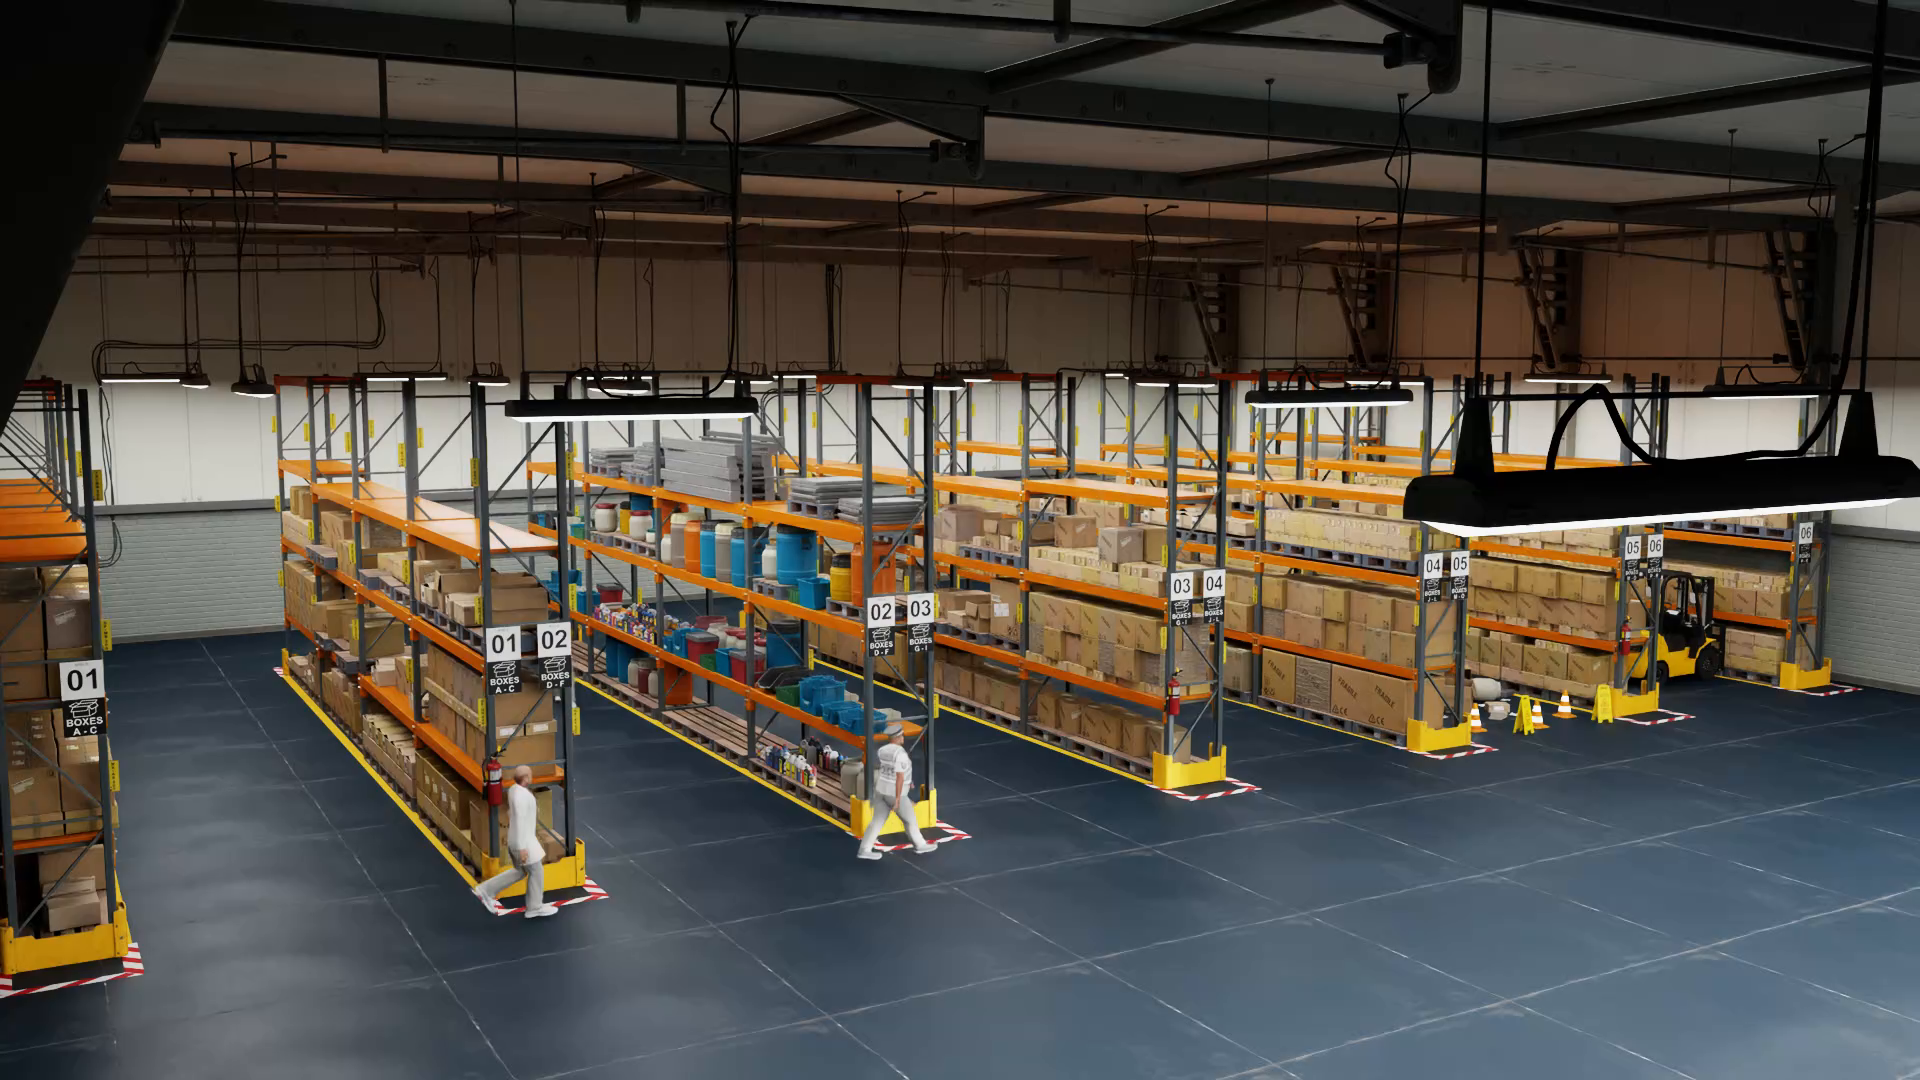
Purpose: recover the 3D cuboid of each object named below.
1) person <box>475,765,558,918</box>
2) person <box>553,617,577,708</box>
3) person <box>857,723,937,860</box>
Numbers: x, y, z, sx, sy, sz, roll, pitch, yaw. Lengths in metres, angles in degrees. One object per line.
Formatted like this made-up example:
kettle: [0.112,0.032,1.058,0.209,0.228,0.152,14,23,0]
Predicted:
person: [-5.002,3.399,18.775,0.853,1.748,0.622,-2,7,-19]
person: [-7.224,2.202,30.241,0.437,1.603,1.060,-3,7,-26]
person: [-0.787,3.160,21.010,1.107,1.694,0.588,-4,7,-33]
